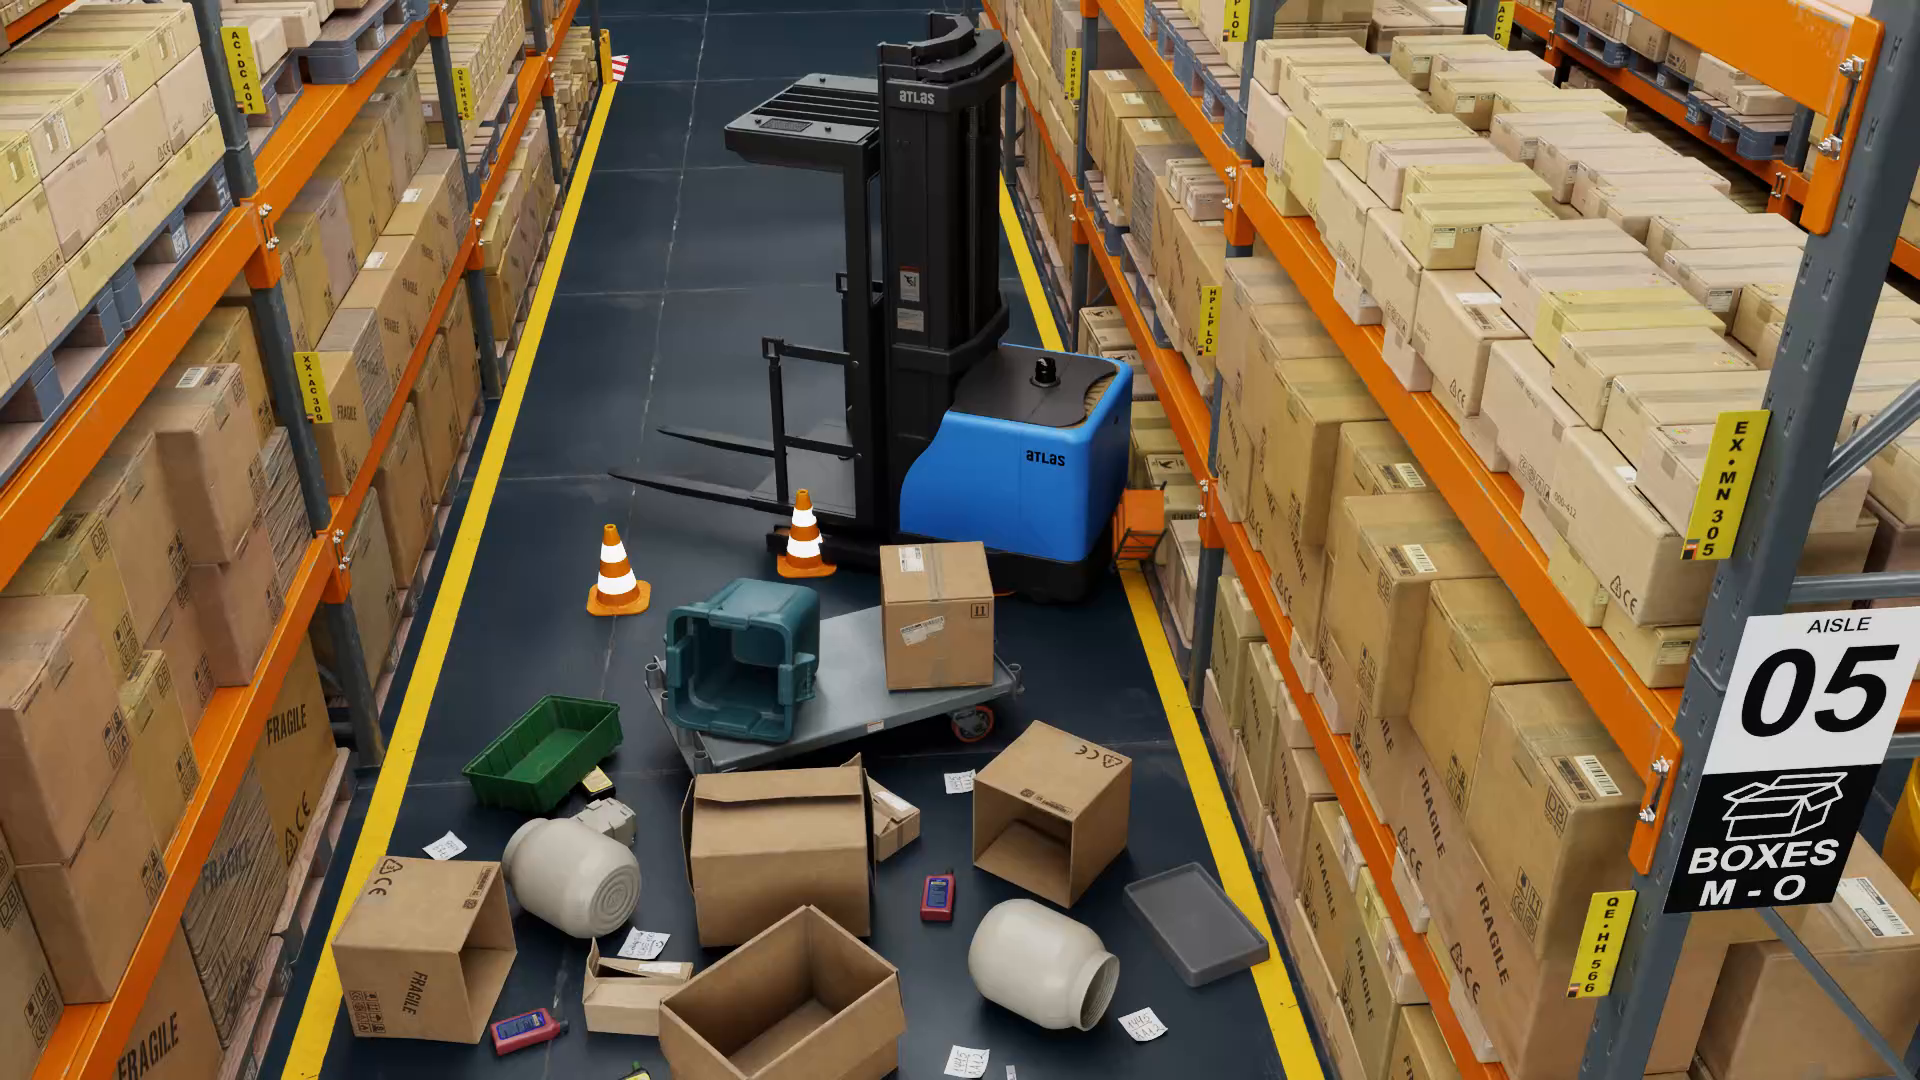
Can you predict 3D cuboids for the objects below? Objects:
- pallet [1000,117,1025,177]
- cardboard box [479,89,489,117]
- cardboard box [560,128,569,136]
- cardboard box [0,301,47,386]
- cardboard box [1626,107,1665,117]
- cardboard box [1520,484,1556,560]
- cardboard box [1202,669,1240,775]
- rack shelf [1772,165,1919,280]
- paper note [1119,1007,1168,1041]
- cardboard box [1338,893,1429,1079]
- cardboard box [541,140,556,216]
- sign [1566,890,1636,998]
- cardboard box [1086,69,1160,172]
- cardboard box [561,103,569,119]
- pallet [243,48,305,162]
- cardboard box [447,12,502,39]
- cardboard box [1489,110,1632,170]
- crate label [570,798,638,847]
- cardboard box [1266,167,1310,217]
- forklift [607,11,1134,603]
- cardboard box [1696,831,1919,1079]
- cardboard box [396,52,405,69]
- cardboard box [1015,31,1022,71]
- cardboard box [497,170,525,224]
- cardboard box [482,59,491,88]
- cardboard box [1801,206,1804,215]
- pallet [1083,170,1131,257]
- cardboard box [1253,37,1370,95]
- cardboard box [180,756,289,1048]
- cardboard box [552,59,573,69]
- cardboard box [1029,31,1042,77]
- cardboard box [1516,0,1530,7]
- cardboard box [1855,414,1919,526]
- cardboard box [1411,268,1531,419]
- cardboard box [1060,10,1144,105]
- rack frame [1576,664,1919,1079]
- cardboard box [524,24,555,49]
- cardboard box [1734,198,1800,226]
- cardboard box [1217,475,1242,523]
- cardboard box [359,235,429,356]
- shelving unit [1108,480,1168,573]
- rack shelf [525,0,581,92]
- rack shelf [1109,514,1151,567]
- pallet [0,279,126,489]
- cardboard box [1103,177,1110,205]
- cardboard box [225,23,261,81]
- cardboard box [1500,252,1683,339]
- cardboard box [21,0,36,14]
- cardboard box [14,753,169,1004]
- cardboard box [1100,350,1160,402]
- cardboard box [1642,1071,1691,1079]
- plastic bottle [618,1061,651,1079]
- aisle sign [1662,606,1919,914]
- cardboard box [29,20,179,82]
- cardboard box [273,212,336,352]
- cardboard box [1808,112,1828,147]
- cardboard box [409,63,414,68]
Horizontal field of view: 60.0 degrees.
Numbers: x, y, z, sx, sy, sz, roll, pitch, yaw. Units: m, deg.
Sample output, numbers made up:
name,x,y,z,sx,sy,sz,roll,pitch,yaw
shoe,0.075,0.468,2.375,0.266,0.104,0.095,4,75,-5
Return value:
name,x,y,z,sx,sy,sz,roll,pitch,yaw
pallet,0.914,-3.772,15.860,1.003,0.211,1.213,-3,31,-5
cardboard box,-3.583,-3.105,11.859,0.380,0.149,0.250,-2,31,-3
cardboard box,-3.825,-3.707,15.401,0.380,0.149,0.250,-3,31,-5
cardboard box,-2.746,-0.530,4.525,0.380,0.149,0.250,-2,31,-4
cardboard box,5.795,-3.599,14.246,0.380,0.149,0.250,-3,31,-5
cardboard box,1.670,-0.062,4.249,0.380,0.149,0.250,-2,31,-3
cardboard box,1.441,0.821,7.722,0.500,0.250,0.500,-4,31,-7
rack shelf,6.410,-1.445,9.946,1.077,0.370,4.000,-3,31,-5
paper note,0.720,1.903,6.535,0.142,0.019,0.148,-14,33,-22
cardboard box,1.642,1.565,5.746,0.500,0.500,0.500,-2,31,-3
cardboard box,-3.691,-3.030,13.926,0.500,0.500,0.500,-3,31,-6
sign,1.474,0.933,3.826,0.100,0.325,0.005,-3,31,-5
cardboard box,1.093,-2.645,10.456,0.500,0.500,0.500,-4,31,-6
cardboard box,-3.923,-4.100,15.770,0.380,0.149,0.250,-1,31,-2
pallet,-3.399,-1.876,7.226,0.805,0.209,1.217,-4,31,-7
cardboard box,-3.687,-3.892,12.596,0.380,0.149,0.250,-4,31,-6
cardboard box,2.015,-1.333,5.598,0.380,0.149,0.250,-3,31,-6
crate label,-1.606,1.289,7.458,0.250,0.136,0.298,27,40,37
cardboard box,1.406,-1.366,6.431,0.380,0.149,0.250,-3,31,-5
forklift,-0.585,-1.367,9.180,3.031,2.935,1.130,11,32,17
cardboard box,2.261,1.123,4.556,0.500,0.500,0.500,-3,31,-5
cardboard box,-4.284,-3.467,12.175,0.380,0.149,0.250,-3,31,-6
cardboard box,0.736,-4.012,13.687,0.500,0.250,0.500,-3,31,-6
cardboard box,-3.542,-2.551,12.393,0.500,0.250,0.500,-3,31,-4
cardboard box,-3.605,-3.360,11.996,0.380,0.149,0.250,-3,31,-5
cardboard box,6.484,-2.442,12.308,0.380,0.149,0.250,-1,31,-2
pallet,1.454,-2.094,10.518,1.213,0.211,1.003,-3,31,-5
cardboard box,1.359,-1.839,6.446,0.380,0.149,0.250,-3,31,-5
cardboard box,-3.187,1.312,6.291,0.875,0.875,0.875,-3,31,-4
cardboard box,-4.011,-4.618,16.346,0.380,0.149,0.250,-4,31,-6
cardboard box,0.814,-3.708,12.691,0.500,0.250,0.500,-4,31,-6
cardboard box,5.474,-5.123,15.647,0.380,0.149,0.250,-2,31,-3
cardboard box,2.199,-0.164,3.642,0.380,0.149,0.250,-3,31,-5
cardboard box,1.614,-0.572,4.713,0.500,0.250,0.500,-2,31,-3
cardboard box,0.972,-3.259,11.208,0.500,0.500,0.500,-4,31,-6
rack frame,2.029,1.549,4.231,1.000,3.000,0.127,-3,31,-5
cardboard box,-3.712,-4.341,14.338,0.380,0.149,0.250,-2,31,-3
cardboard box,5.925,-2.401,12.239,0.380,0.149,0.250,-4,31,-7
cardboard box,1.365,-0.209,7.420,0.380,0.149,0.250,-3,31,-5
cardboard box,-3.184,-1.301,8.905,0.500,0.500,0.500,-2,31,-4
shelving unit,0.939,-0.058,8.879,0.215,0.252,1.050,1,-13,0
rack shelf,-4.198,-5.001,15.899,1.077,0.370,4.000,-3,31,-5
rack shelf,0.936,0.008,9.159,0.215,0.240,0.259,1,-13,0
pallet,-3.087,-0.414,4.680,1.003,0.211,1.213,-3,31,-5
cardboard box,1.099,-2.145,10.251,0.380,0.149,0.250,-5,31,-8
cardboard box,-3.072,-1.978,6.835,0.258,0.266,0.396,-3,31,-5
cardboard box,1.687,-0.652,4.458,0.380,0.149,0.250,-3,31,-5
cardboard box,-8.803,-4.958,15.370,0.380,0.149,0.250,-4,31,-6
cardboard box,-2.970,1.015,4.980,0.875,0.550,0.550,-3,31,-5
cardboard box,1.401,-0.922,10.522,0.950,0.372,0.625,-3,31,-6
cardboard box,1.781,1.476,4.598,0.380,0.149,0.250,-2,31,-3
plastic bottle,-1.208,2.074,6.218,0.133,0.061,0.283,-14,33,-22
aisle sign,1.746,0.479,3.488,0.394,0.787,0.004,-3,31,-5
cardboard box,-2.889,-1.649,5.621,0.380,0.149,0.250,-3,31,-5
cardboard box,-3.366,-1.192,7.748,0.700,0.500,0.500,-3,31,-5
cardboard box,5.996,-2.686,10.980,0.500,0.250,0.500,-3,31,-5
cardboard box,-4.305,-3.472,12.472,0.380,0.149,0.250,-3,31,-5
